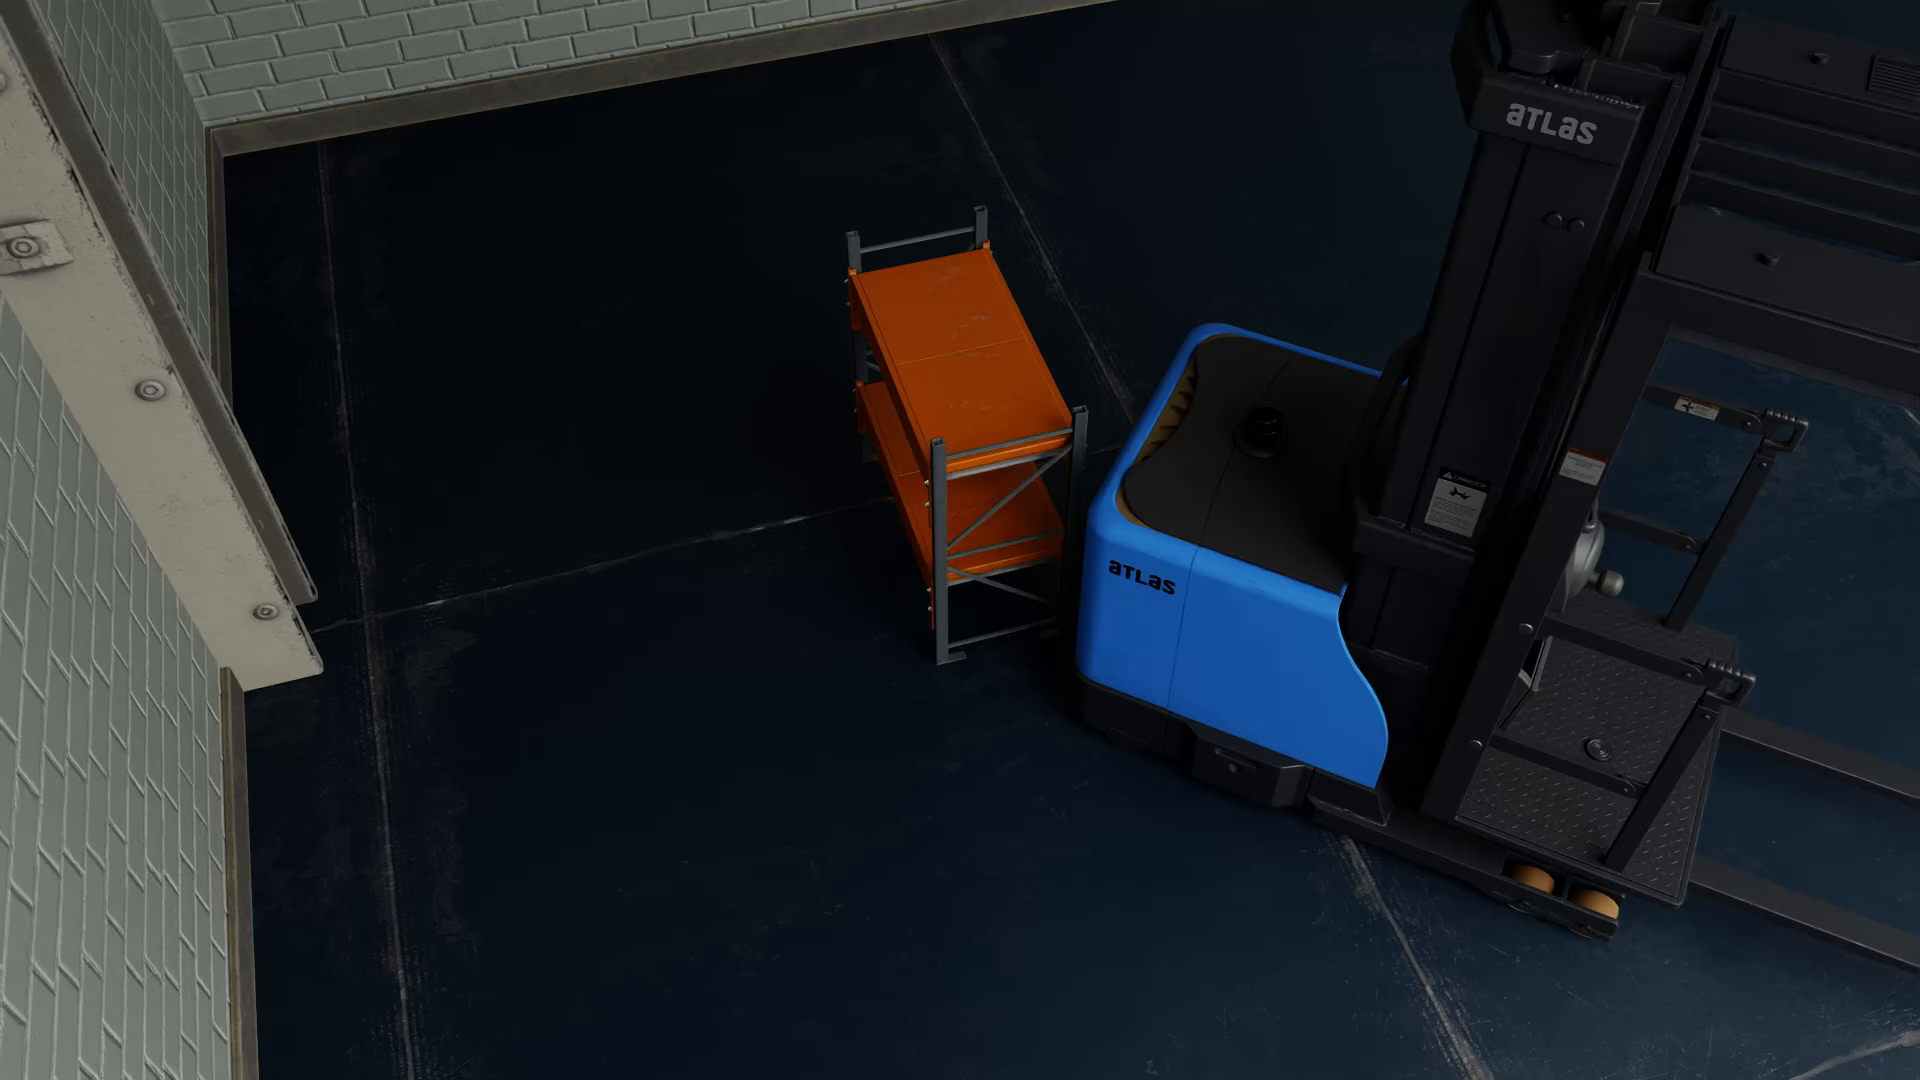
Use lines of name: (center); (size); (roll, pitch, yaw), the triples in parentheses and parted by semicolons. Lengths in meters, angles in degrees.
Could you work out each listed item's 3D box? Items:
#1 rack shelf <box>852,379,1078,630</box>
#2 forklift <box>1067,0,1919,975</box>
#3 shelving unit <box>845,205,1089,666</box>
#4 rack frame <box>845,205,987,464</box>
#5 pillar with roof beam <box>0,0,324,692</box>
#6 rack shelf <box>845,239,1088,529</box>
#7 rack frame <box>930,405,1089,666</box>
rack shelf: (0.002, -0.200, 6.003); (0.538, 0.278, 1.000); (-13, 51, -11)
forklift: (1.922, -0.170, 4.476); (3.031, 2.935, 1.130); (20, 53, 16)
shelving unit: (0.002, -0.358, 5.816); (0.538, 1.125, 1.048); (-13, 51, -11)
rack frame: (-0.148, -0.729, 6.129); (0.500, 1.125, 0.032); (-13, 51, -11)
pillar with roof beam: (1.665, -3.517, 3.329); (9.100, 9.000, 0.400); (-13, 51, -11)
rack shelf: (0.002, -0.546, 5.592); (0.538, 0.278, 1.000); (-13, 51, -11)
rack frame: (0.152, 0.014, 5.503); (0.500, 1.125, 0.032); (-13, 51, -11)
